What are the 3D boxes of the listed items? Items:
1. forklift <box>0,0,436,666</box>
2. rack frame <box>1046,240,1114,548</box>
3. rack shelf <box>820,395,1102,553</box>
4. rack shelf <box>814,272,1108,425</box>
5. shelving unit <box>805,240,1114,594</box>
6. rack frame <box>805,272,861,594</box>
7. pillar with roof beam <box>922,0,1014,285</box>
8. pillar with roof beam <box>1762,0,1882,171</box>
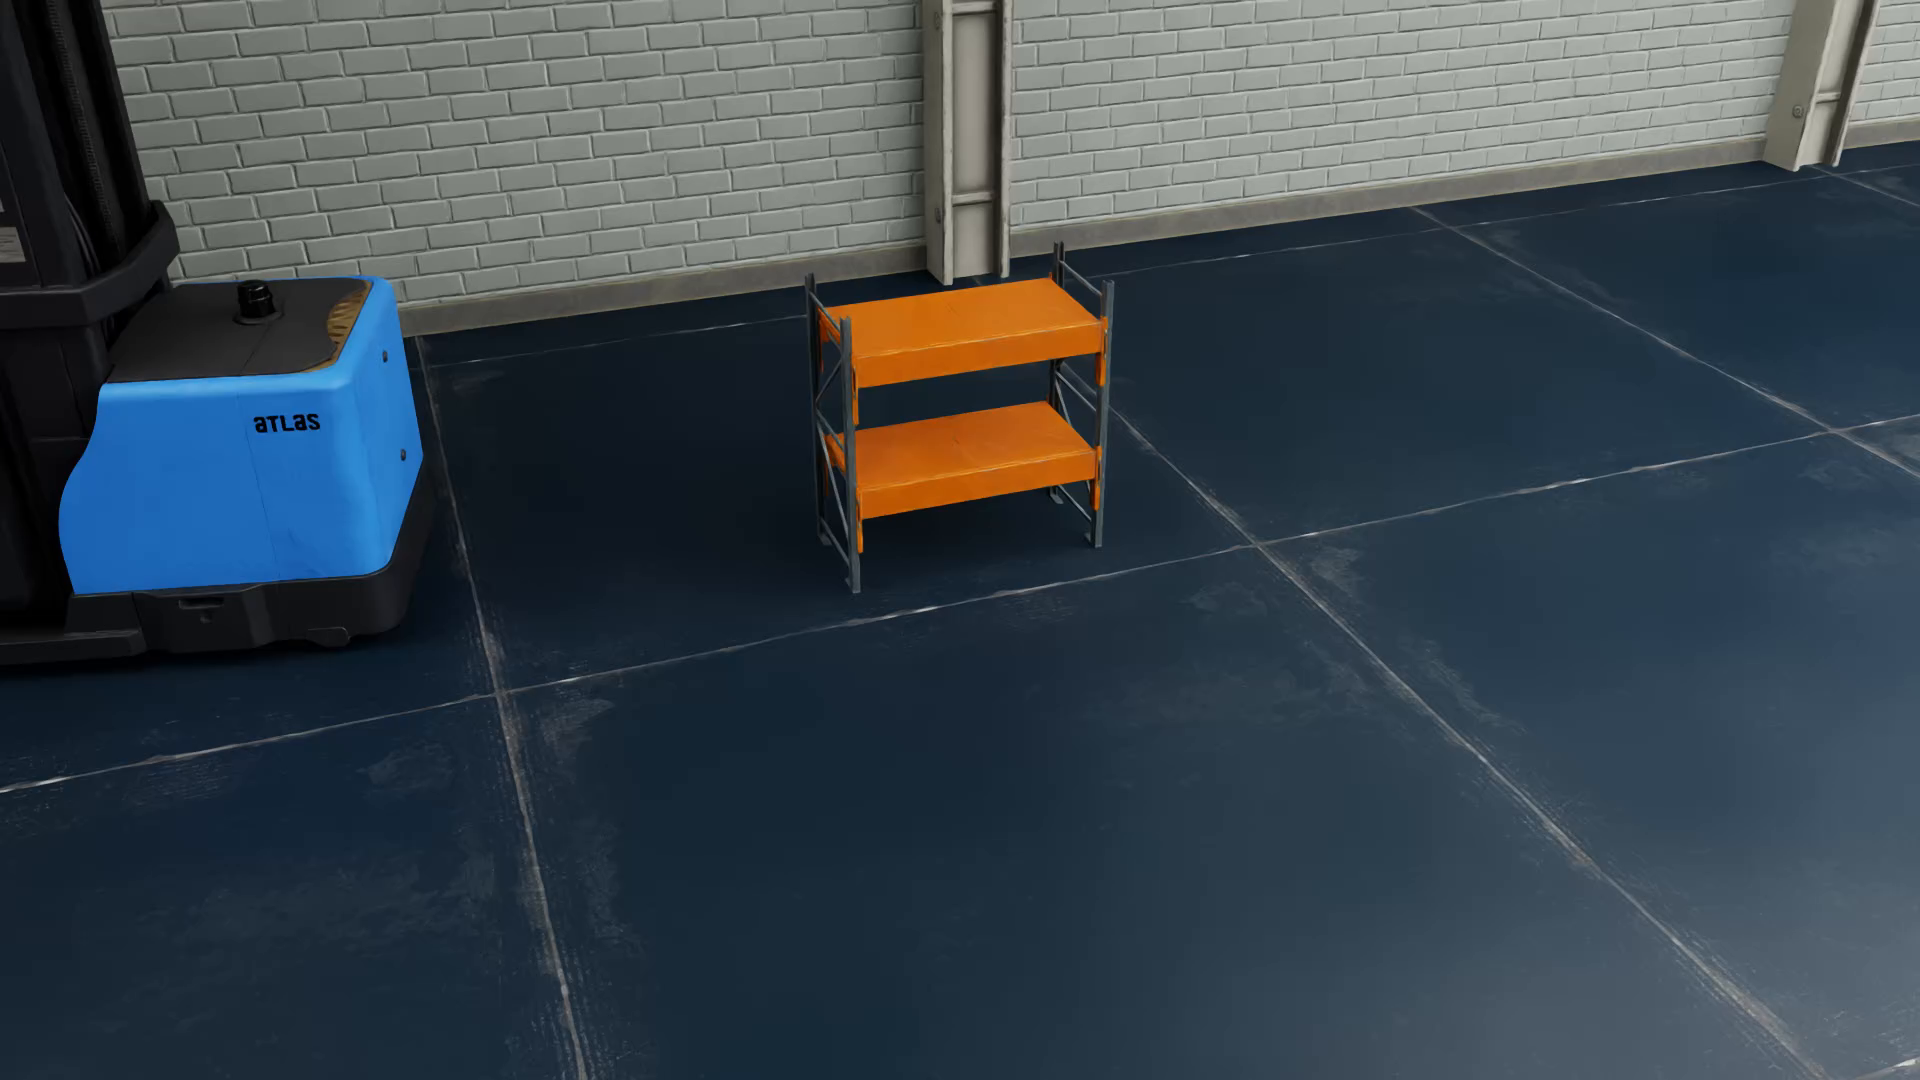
[{"bbox_3d":[-3.598,-1.033,5.603,3.031,2.935,1.130,-4,30,-7],"label":"forklift"},{"bbox_3d":[0.470,-0.575,6.624,0.032,1.125,0.500,-10,31,-18],"label":"rack frame"},{"bbox_3d":[-0.006,-0.275,6.591,1.000,0.278,0.538,-10,31,-18],"label":"rack shelf"},{"bbox_3d":[-0.006,-0.742,6.325,1.000,0.278,0.538,-10,31,-18],"label":"rack shelf"},{"bbox_3d":[-0.006,-0.488,6.470,1.048,1.125,0.538,-10,31,-18],"label":"shelving unit"},{"bbox_3d":[-0.483,-0.400,6.315,0.032,1.125,0.500,-10,31,-18],"label":"rack frame"},{"bbox_3d":[1.541,-3.430,3.681,0.400,9.000,9.100,-10,31,-18],"label":"pillar with roof beam"},{"bbox_3d":[7.165,-4.466,5.499,0.400,9.000,9.100,-10,31,-18],"label":"pillar with roof beam"}]
